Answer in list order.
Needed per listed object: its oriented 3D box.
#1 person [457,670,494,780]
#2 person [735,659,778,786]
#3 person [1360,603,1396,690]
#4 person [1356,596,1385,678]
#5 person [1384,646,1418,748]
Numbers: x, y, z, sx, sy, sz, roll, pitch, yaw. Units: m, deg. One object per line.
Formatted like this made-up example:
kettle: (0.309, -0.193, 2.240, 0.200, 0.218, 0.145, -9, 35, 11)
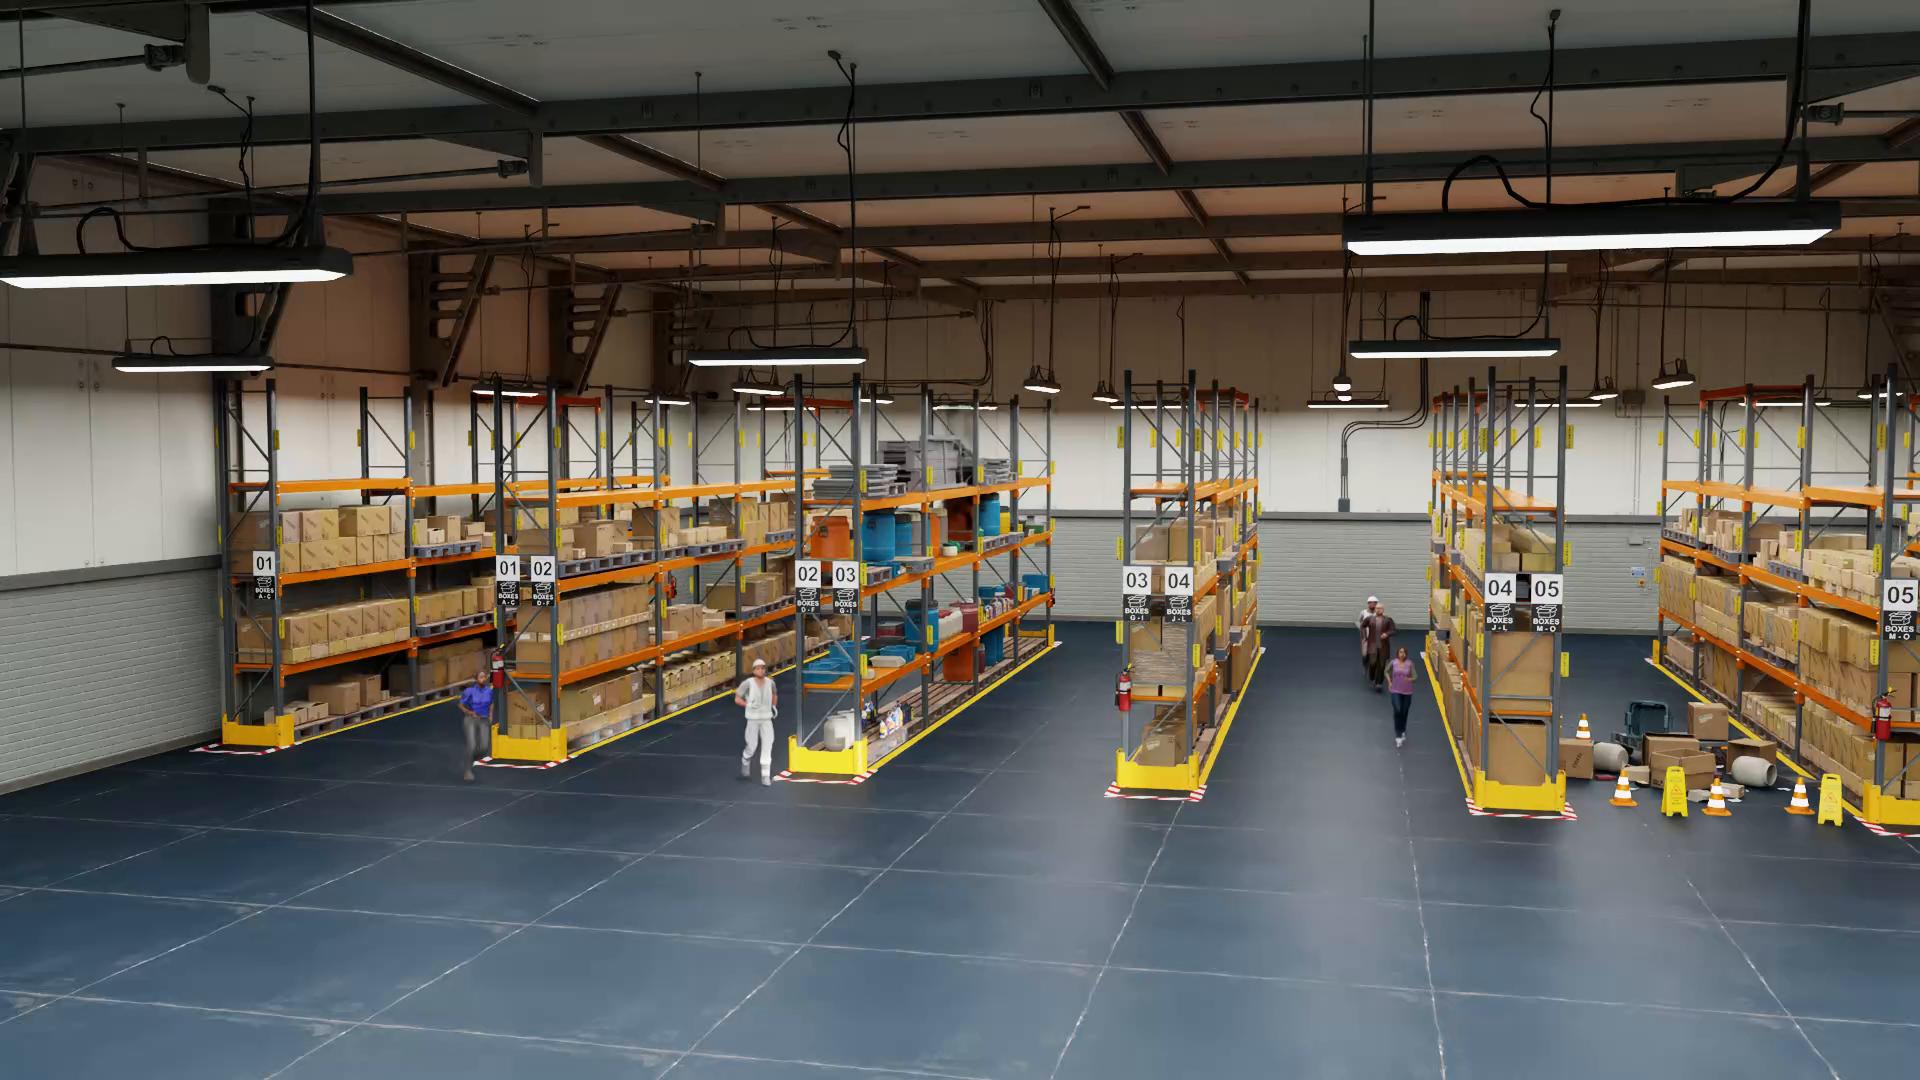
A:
person: (-7.151, 2.734, 24.683, 0.601, 1.604, 0.603, -3, 5, -41)
person: (-2.951, 2.639, 24.290, 0.671, 1.792, 0.905, -1, 4, -21)
person: (8.328, 2.135, 33.120, 0.693, 1.729, 0.695, 1, 4, 12)
person: (8.613, 2.043, 34.809, 0.637, 1.727, 0.567, 1, 4, 13)
person: (7.239, 2.550, 27.385, 0.472, 1.636, 0.675, 0, 3, 8)
